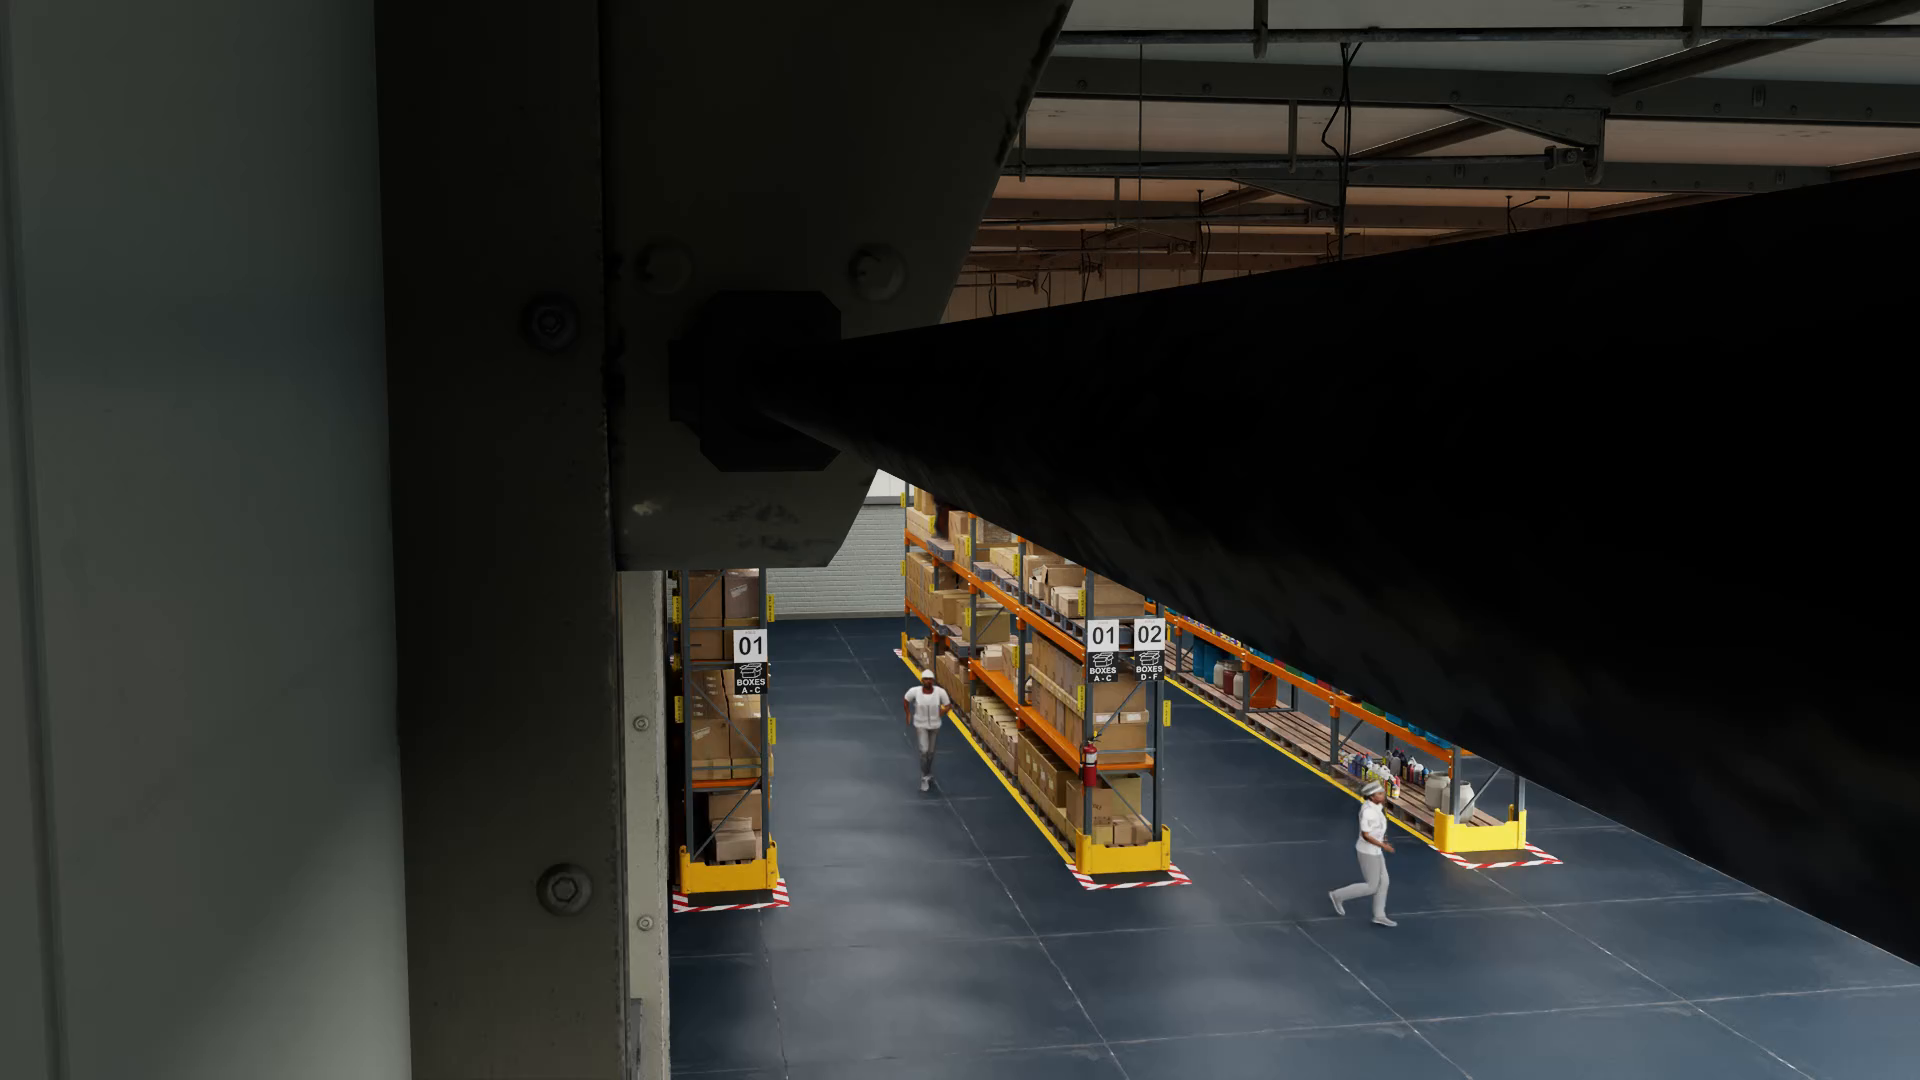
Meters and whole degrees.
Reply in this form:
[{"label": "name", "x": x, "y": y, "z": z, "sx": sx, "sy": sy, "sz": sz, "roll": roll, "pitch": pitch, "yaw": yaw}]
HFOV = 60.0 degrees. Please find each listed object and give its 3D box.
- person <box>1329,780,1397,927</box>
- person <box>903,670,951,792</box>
[{"label": "person", "x": 4.618, "y": 3.549, "z": 18.957, "sx": 0.756, "sy": 1.696, "sz": 0.586, "roll": 2, "pitch": 6, "yaw": 17}, {"label": "person", "x": -0.480, "y": 2.850, "z": 25.185, "sx": 0.681, "sy": 1.816, "sz": 0.787, "roll": -1, "pitch": 6, "yaw": -14}]
